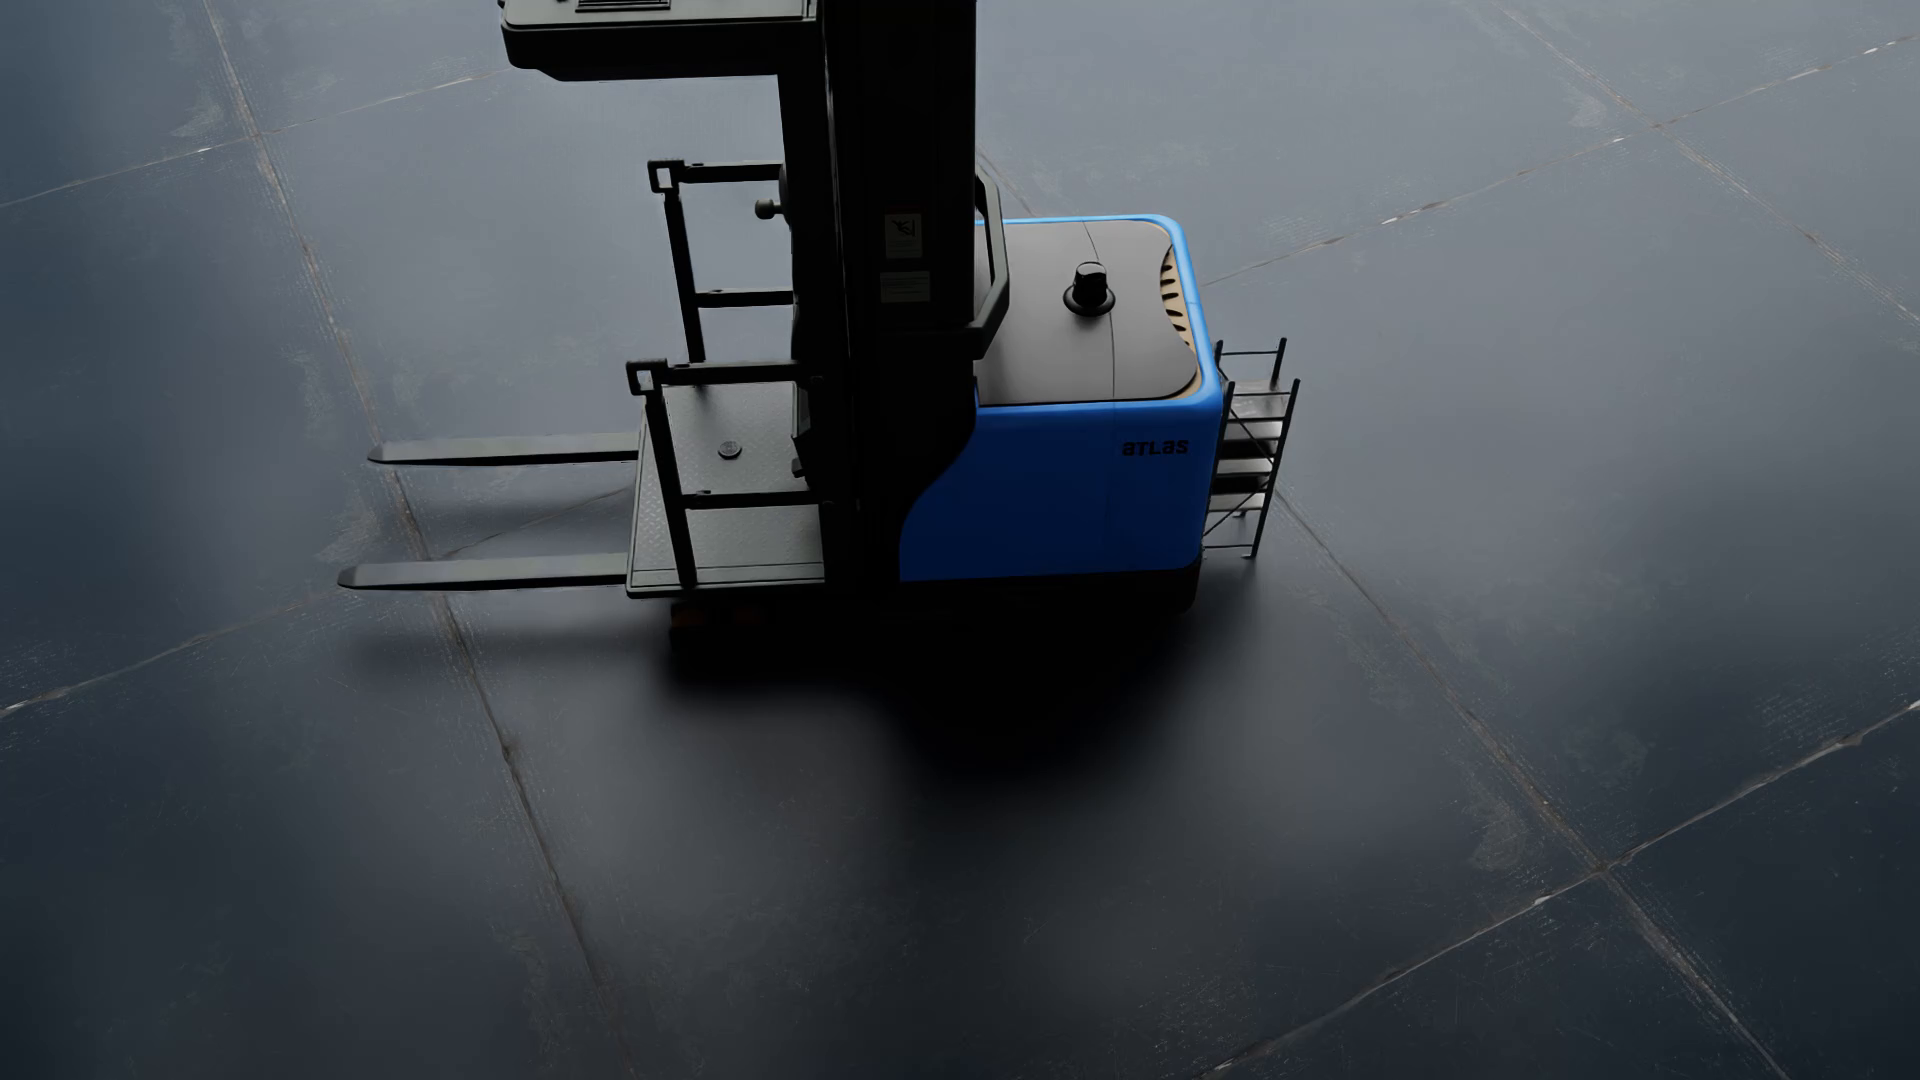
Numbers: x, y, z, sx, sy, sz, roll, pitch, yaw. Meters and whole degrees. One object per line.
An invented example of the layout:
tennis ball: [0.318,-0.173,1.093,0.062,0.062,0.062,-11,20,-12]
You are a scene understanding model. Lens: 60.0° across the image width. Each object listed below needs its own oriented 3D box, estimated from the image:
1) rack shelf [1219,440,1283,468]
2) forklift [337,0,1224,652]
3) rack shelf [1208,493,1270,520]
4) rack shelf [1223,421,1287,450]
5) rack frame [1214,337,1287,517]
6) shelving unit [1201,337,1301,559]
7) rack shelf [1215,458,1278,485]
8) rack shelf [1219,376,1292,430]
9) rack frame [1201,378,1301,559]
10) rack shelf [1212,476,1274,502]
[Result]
rack shelf: [0.990,-0.346,5.874,0.258,0.077,0.200,-3,49,-5]
forklift: [-0.689,-0.980,5.160,3.031,2.935,1.130,-3,49,-2]
rack shelf: [0.982,-0.168,6.077,0.258,0.077,0.200,-3,49,-5]
rack shelf: [0.992,-0.405,5.806,0.258,0.077,0.200,-3,49,-5]
rack frame: [0.979,-0.385,5.983,0.240,0.900,0.006,-3,49,-5]
shelving unit: [0.988,-0.308,5.916,0.258,0.900,0.210,-3,49,-5]
rack shelf: [0.987,-0.286,5.941,0.258,0.077,0.200,-3,49,-5]
rack shelf: [0.995,-0.465,5.739,0.258,0.077,0.200,-3,49,-5]
rack frame: [0.997,-0.232,5.850,0.240,0.900,0.006,-3,49,-5]
rack shelf: [0.984,-0.227,6.009,0.258,0.077,0.200,-3,49,-5]
